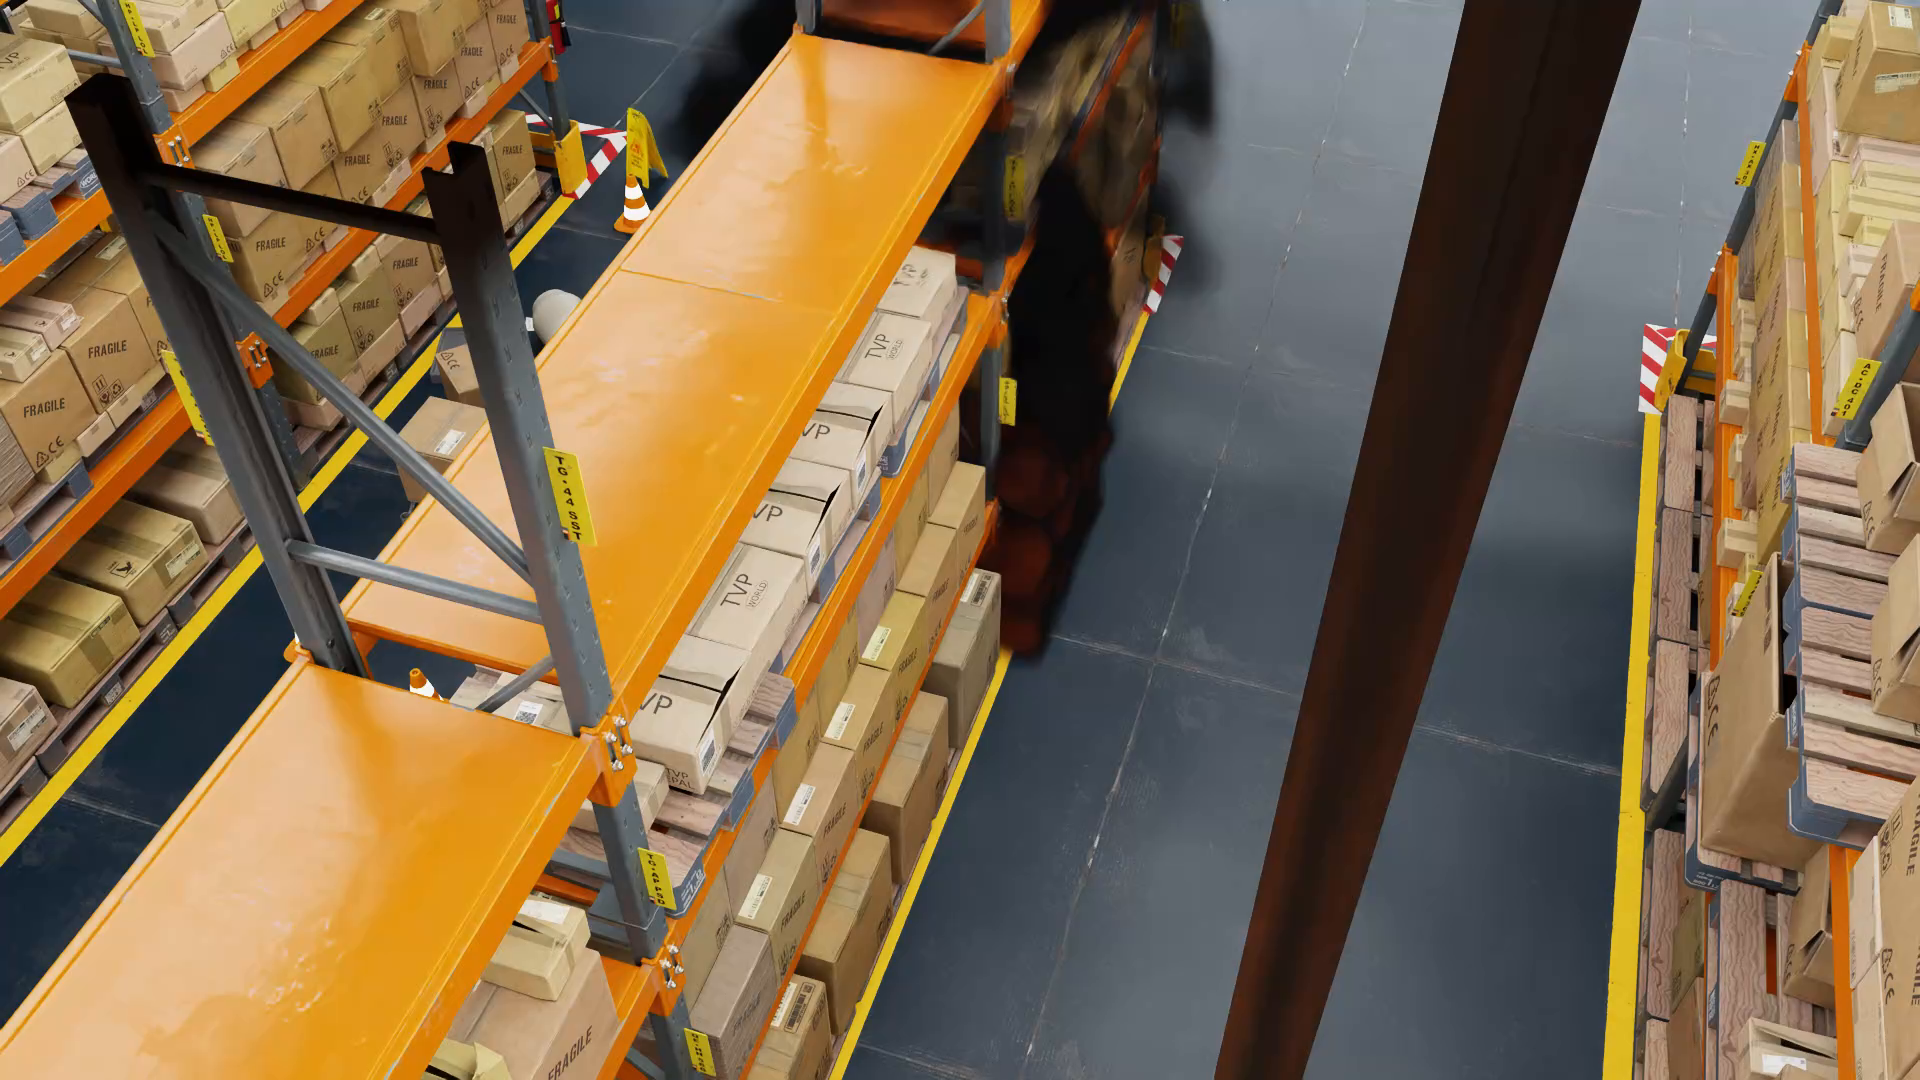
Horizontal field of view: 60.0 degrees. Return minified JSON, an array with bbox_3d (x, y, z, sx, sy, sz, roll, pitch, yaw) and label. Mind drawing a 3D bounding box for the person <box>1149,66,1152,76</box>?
[{"bbox_3d":[1.434,-4.389,14.198,0.710,1.820,0.906,-13,47,-12],"label":"person"}]
